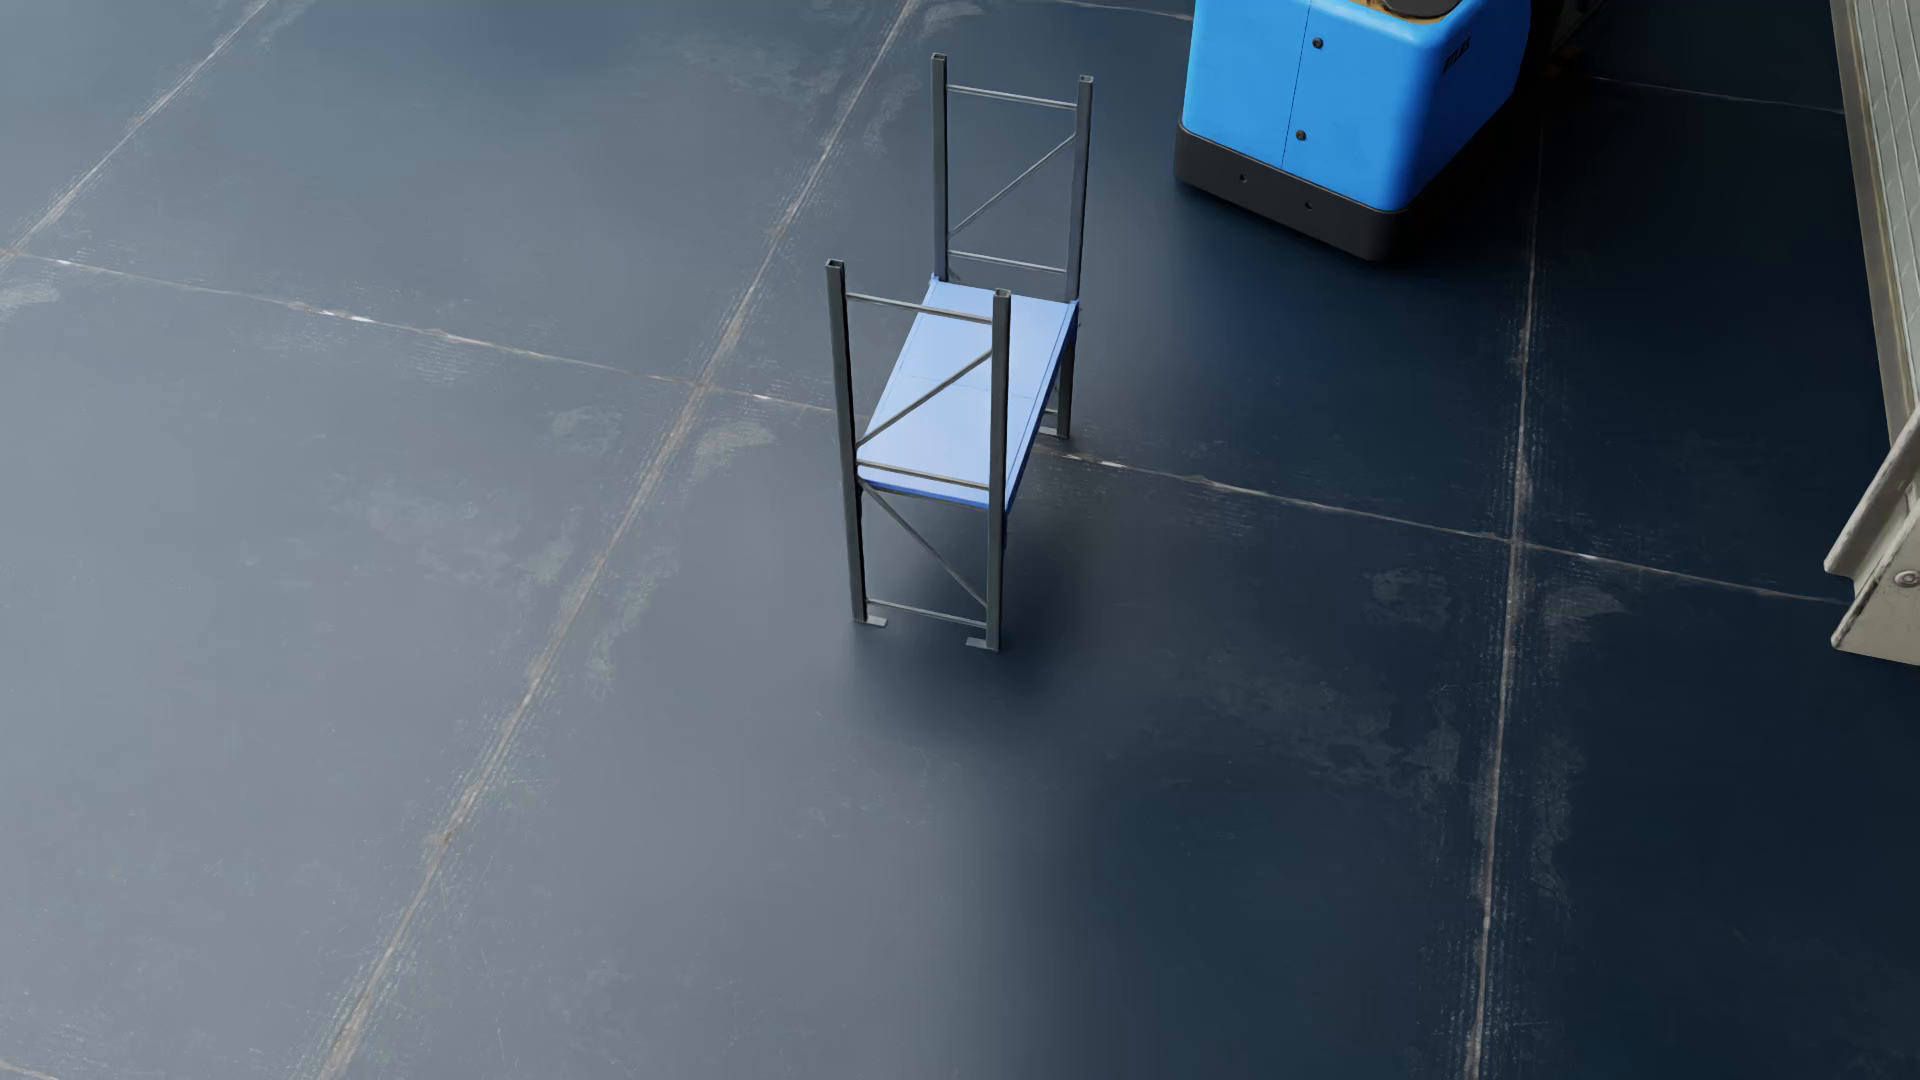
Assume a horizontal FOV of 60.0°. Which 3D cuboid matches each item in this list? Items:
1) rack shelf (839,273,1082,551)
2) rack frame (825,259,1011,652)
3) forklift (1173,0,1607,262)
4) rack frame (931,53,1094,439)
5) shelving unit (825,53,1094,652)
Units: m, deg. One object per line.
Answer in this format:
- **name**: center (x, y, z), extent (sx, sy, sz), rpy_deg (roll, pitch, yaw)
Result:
- **rack shelf**: center (0.022, -0.439, 5.377), extent (0.538, 0.185, 1.000), rpy_deg (12, 50, 10)
- **rack frame**: center (-0.111, -0.190, 4.918), extent (0.500, 1.500, 0.032), rpy_deg (12, 50, 10)
- **forklift**: center (2.189, -3.141, 6.568), extent (1.130, 2.935, 3.031), rpy_deg (30, 55, 24)
- **rack frame**: center (0.156, -0.926, 5.567), extent (0.500, 1.500, 0.032), rpy_deg (12, 50, 10)
- **shelving unit**: center (0.022, -0.558, 5.242), extent (0.538, 1.500, 1.048), rpy_deg (12, 50, 10)
